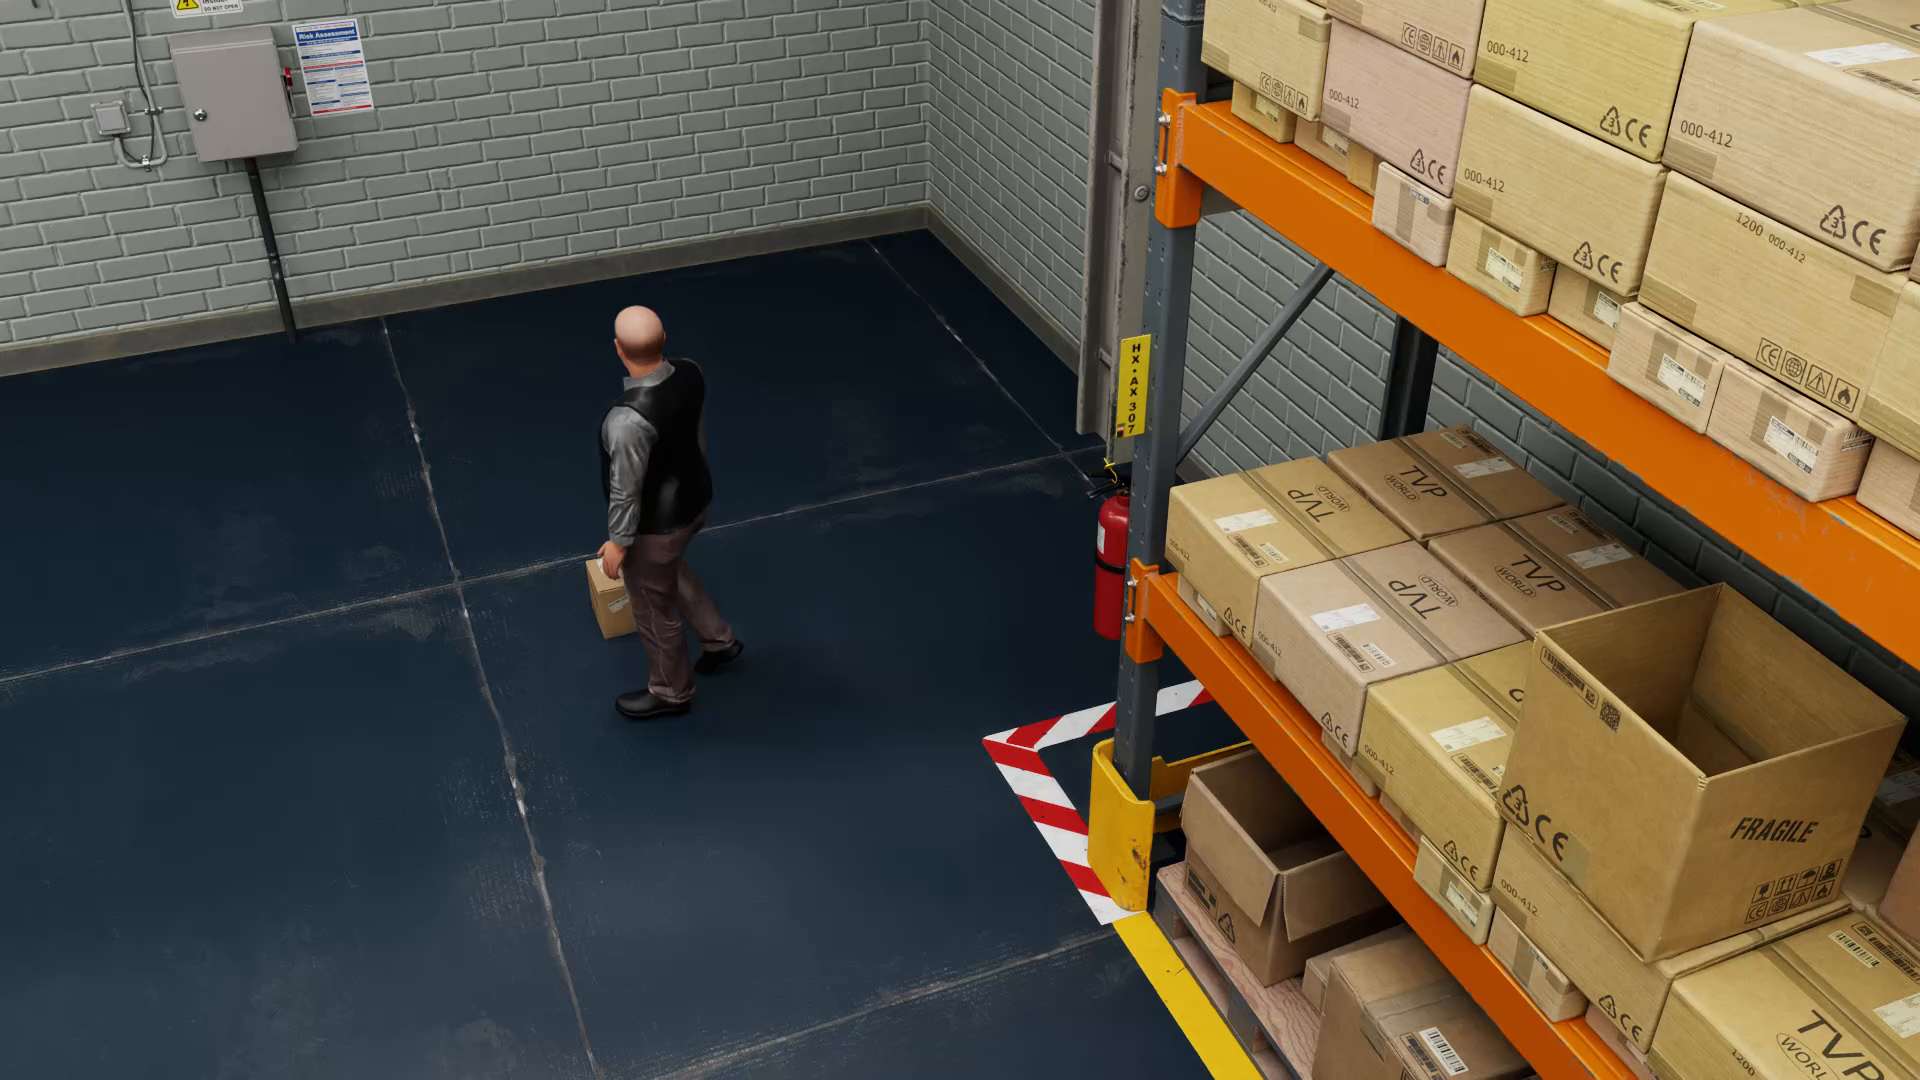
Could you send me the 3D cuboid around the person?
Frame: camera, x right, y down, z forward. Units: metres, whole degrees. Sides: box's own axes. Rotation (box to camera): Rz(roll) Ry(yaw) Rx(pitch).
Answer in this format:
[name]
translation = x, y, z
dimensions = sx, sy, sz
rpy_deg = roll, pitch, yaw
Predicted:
[person]
translation = -1.139, -0.074, 6.282
dimensions = 0.418, 1.752, 0.568
rpy_deg = 11, 35, 16
